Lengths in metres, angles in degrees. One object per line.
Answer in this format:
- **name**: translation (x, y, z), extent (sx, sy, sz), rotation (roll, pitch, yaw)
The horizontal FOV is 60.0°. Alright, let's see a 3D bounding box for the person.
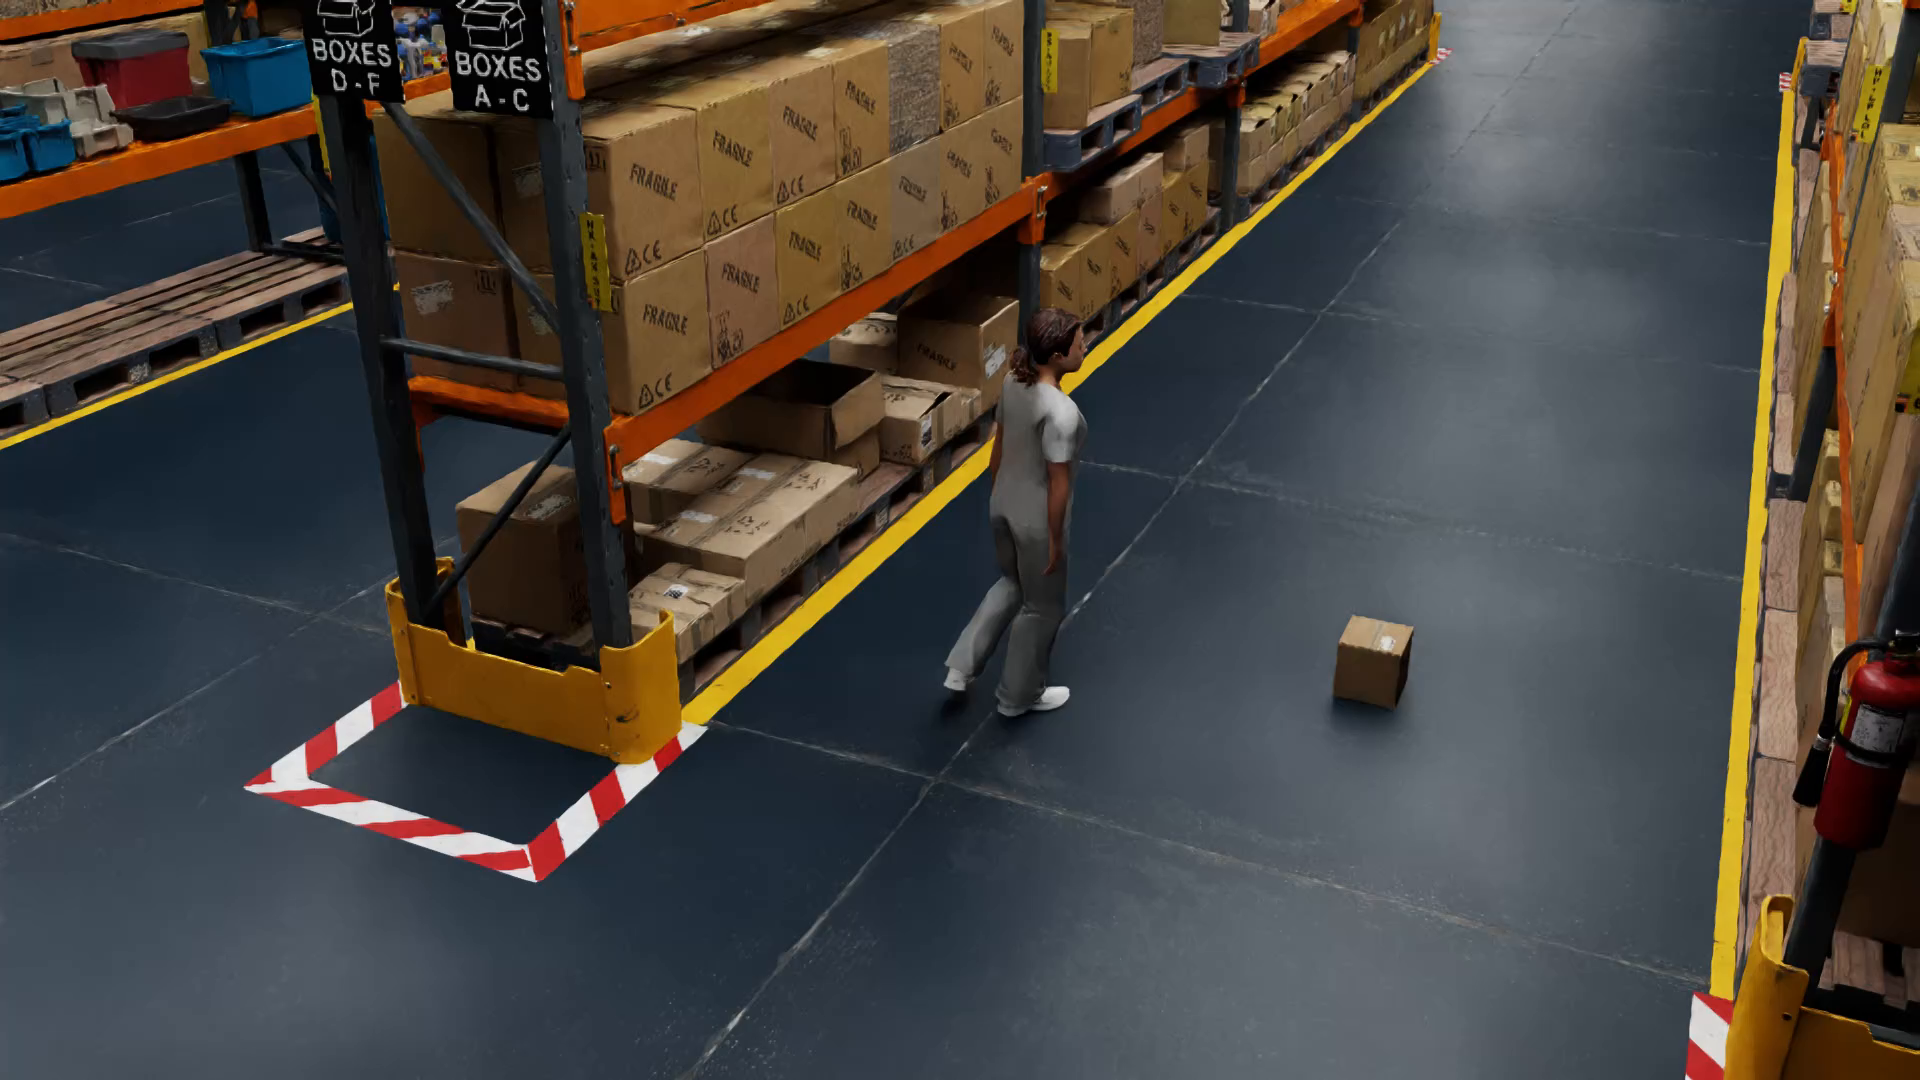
- **person**: translation (0.201, -0.066, 6.252), extent (0.526, 1.663, 0.506), rotation (-15, 30, -27)
